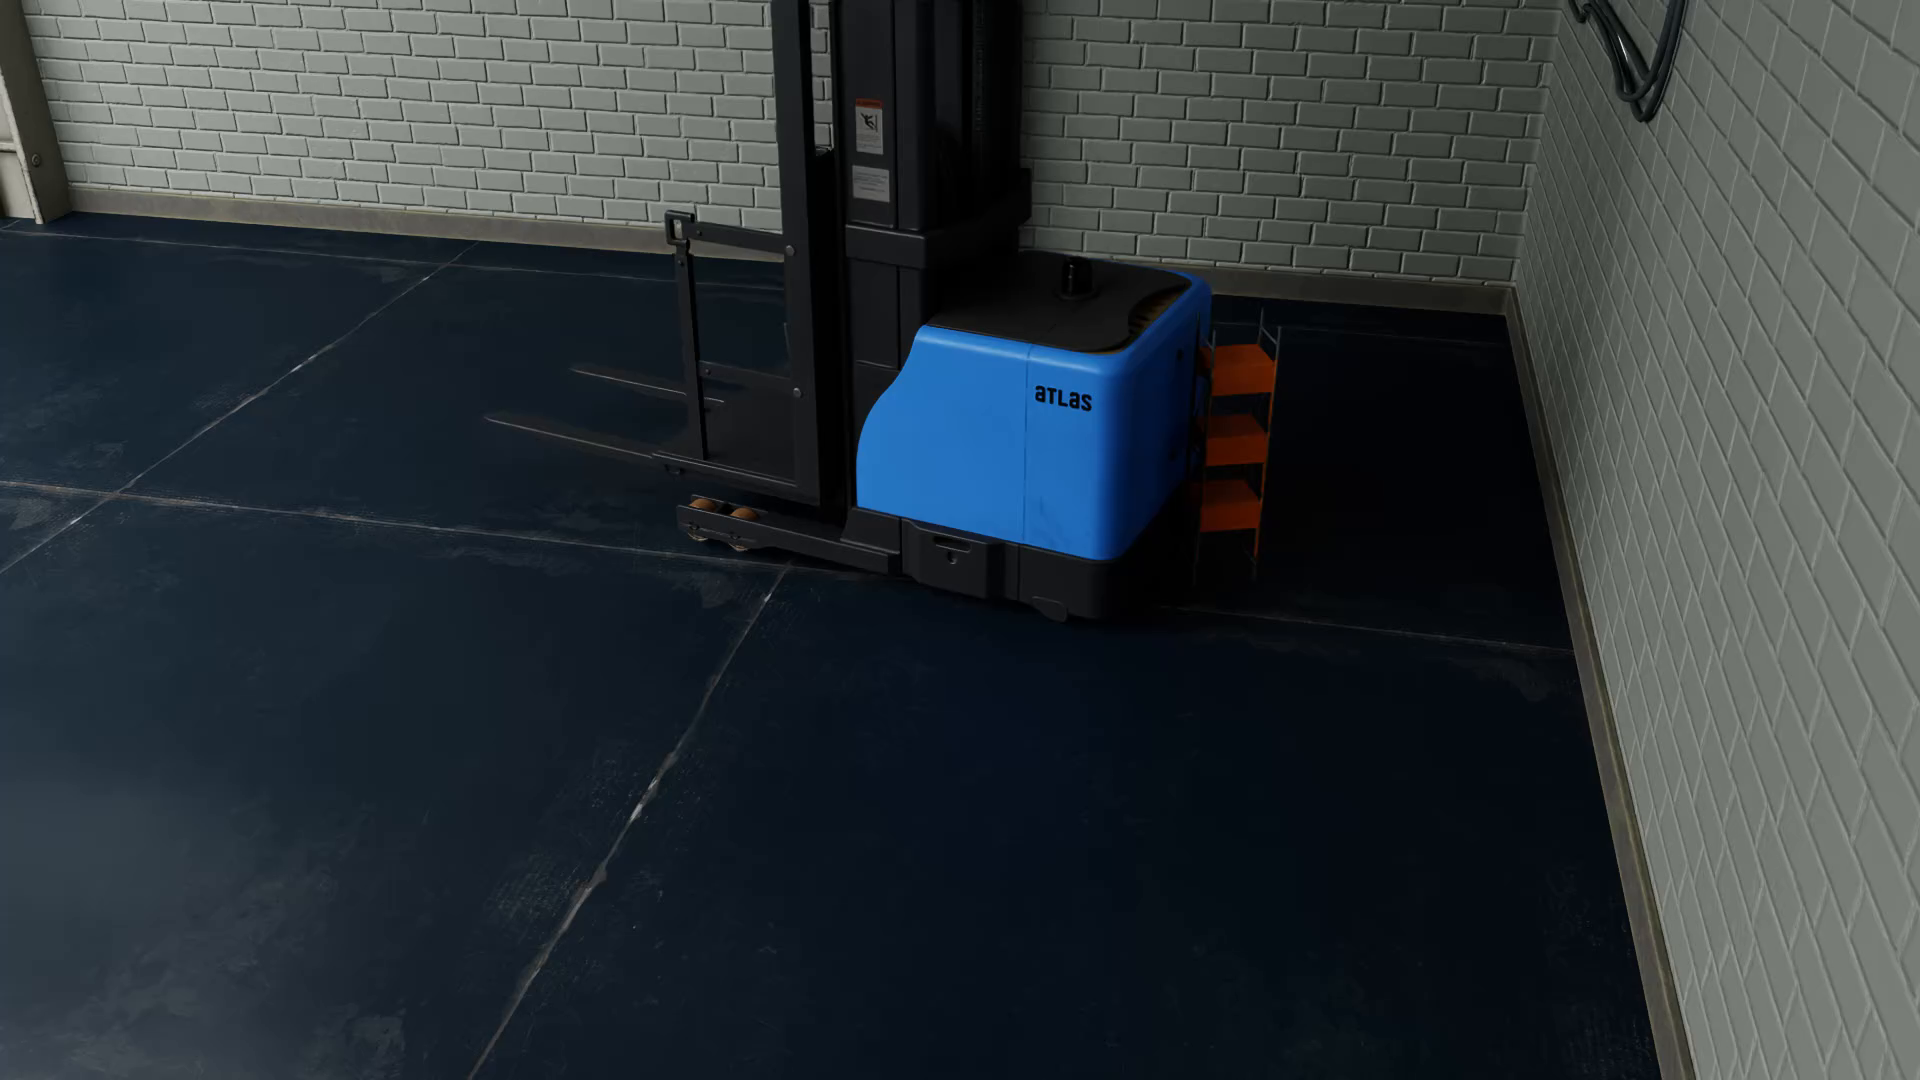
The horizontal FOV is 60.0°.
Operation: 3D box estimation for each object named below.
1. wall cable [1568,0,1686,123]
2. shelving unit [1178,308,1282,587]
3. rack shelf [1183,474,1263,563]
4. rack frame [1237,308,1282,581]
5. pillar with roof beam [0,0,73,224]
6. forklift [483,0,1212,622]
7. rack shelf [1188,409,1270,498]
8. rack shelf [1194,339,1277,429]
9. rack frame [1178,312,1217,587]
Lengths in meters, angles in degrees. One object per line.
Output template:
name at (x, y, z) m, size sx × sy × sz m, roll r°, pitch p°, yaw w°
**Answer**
wall cable at (2.614, -3.122, 6.316) m, size 0.112 × 2.526 × 3.097 m, roll 6°, pitch 29°, yaw 11°
shelving unit at (1.008, -0.338, 6.272) m, size 0.252 × 1.050 × 0.215 m, roll -5°, pitch 29°, yaw -9°
rack shelf at (1.006, -0.084, 6.410) m, size 0.240 × 0.259 × 0.215 m, roll -5°, pitch 29°, yaw -9°
rack frame at (1.128, -0.347, 6.291) m, size 0.008 × 1.050 × 0.200 m, roll -5°, pitch 29°, yaw -9°
pillar with roof beam at (-6.758, -3.981, 4.650) m, size 0.400 × 9.000 × 9.100 m, roll 6°, pitch 29°, yaw 11°
forklift at (-0.578, -1.456, 6.358) m, size 3.031 × 2.935 × 1.130 m, roll 13°, pitch 31°, yaw 22°
rack shelf at (1.008, -0.328, 6.277) m, size 0.240 × 0.259 × 0.215 m, roll -5°, pitch 29°, yaw -9°
rack shelf at (1.010, -0.577, 6.141) m, size 0.240 × 0.259 × 0.215 m, roll -5°, pitch 29°, yaw -9°
rack frame at (0.888, -0.328, 6.252) m, size 0.008 × 1.050 × 0.200 m, roll -5°, pitch 29°, yaw -9°
